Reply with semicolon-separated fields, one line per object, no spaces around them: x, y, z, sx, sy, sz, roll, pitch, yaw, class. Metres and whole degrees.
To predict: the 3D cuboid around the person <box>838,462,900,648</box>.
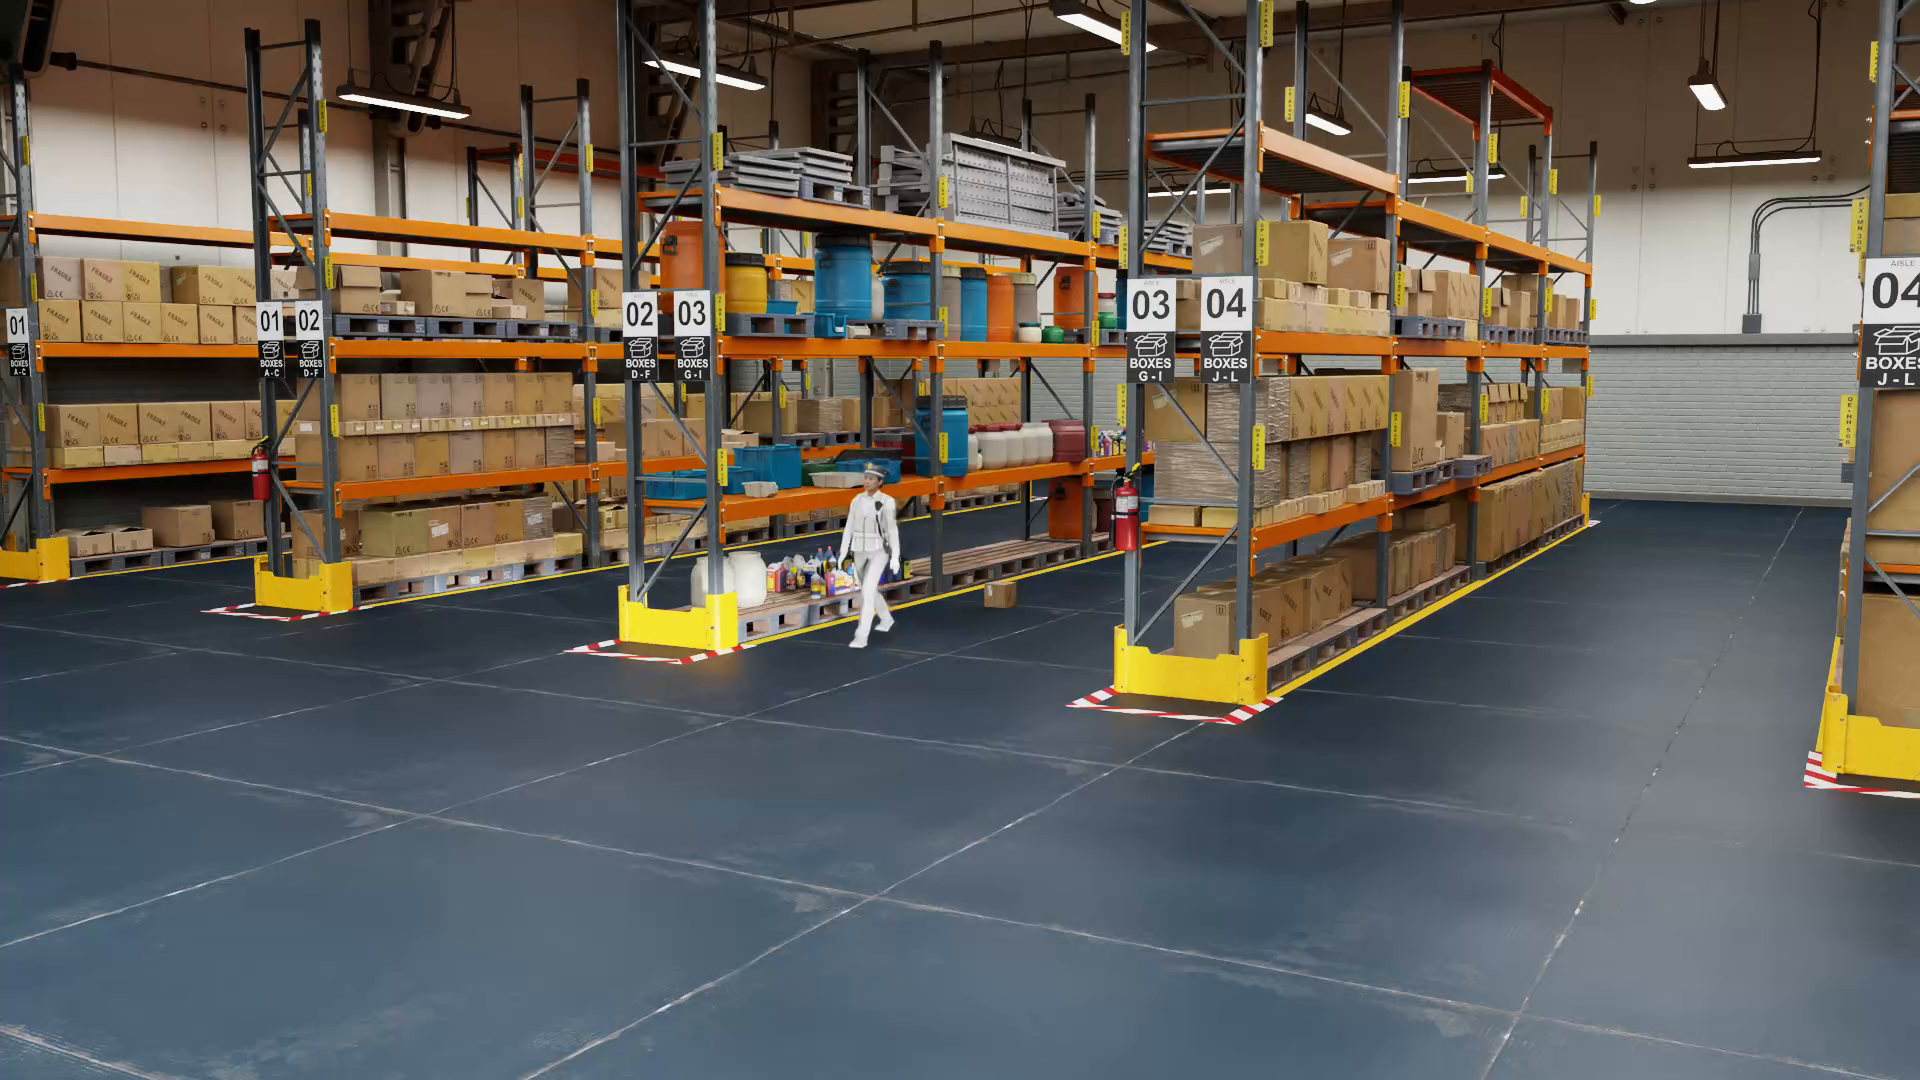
-0.826;0.108;15.153;0.505;1.641;0.972;3;7;27;person
